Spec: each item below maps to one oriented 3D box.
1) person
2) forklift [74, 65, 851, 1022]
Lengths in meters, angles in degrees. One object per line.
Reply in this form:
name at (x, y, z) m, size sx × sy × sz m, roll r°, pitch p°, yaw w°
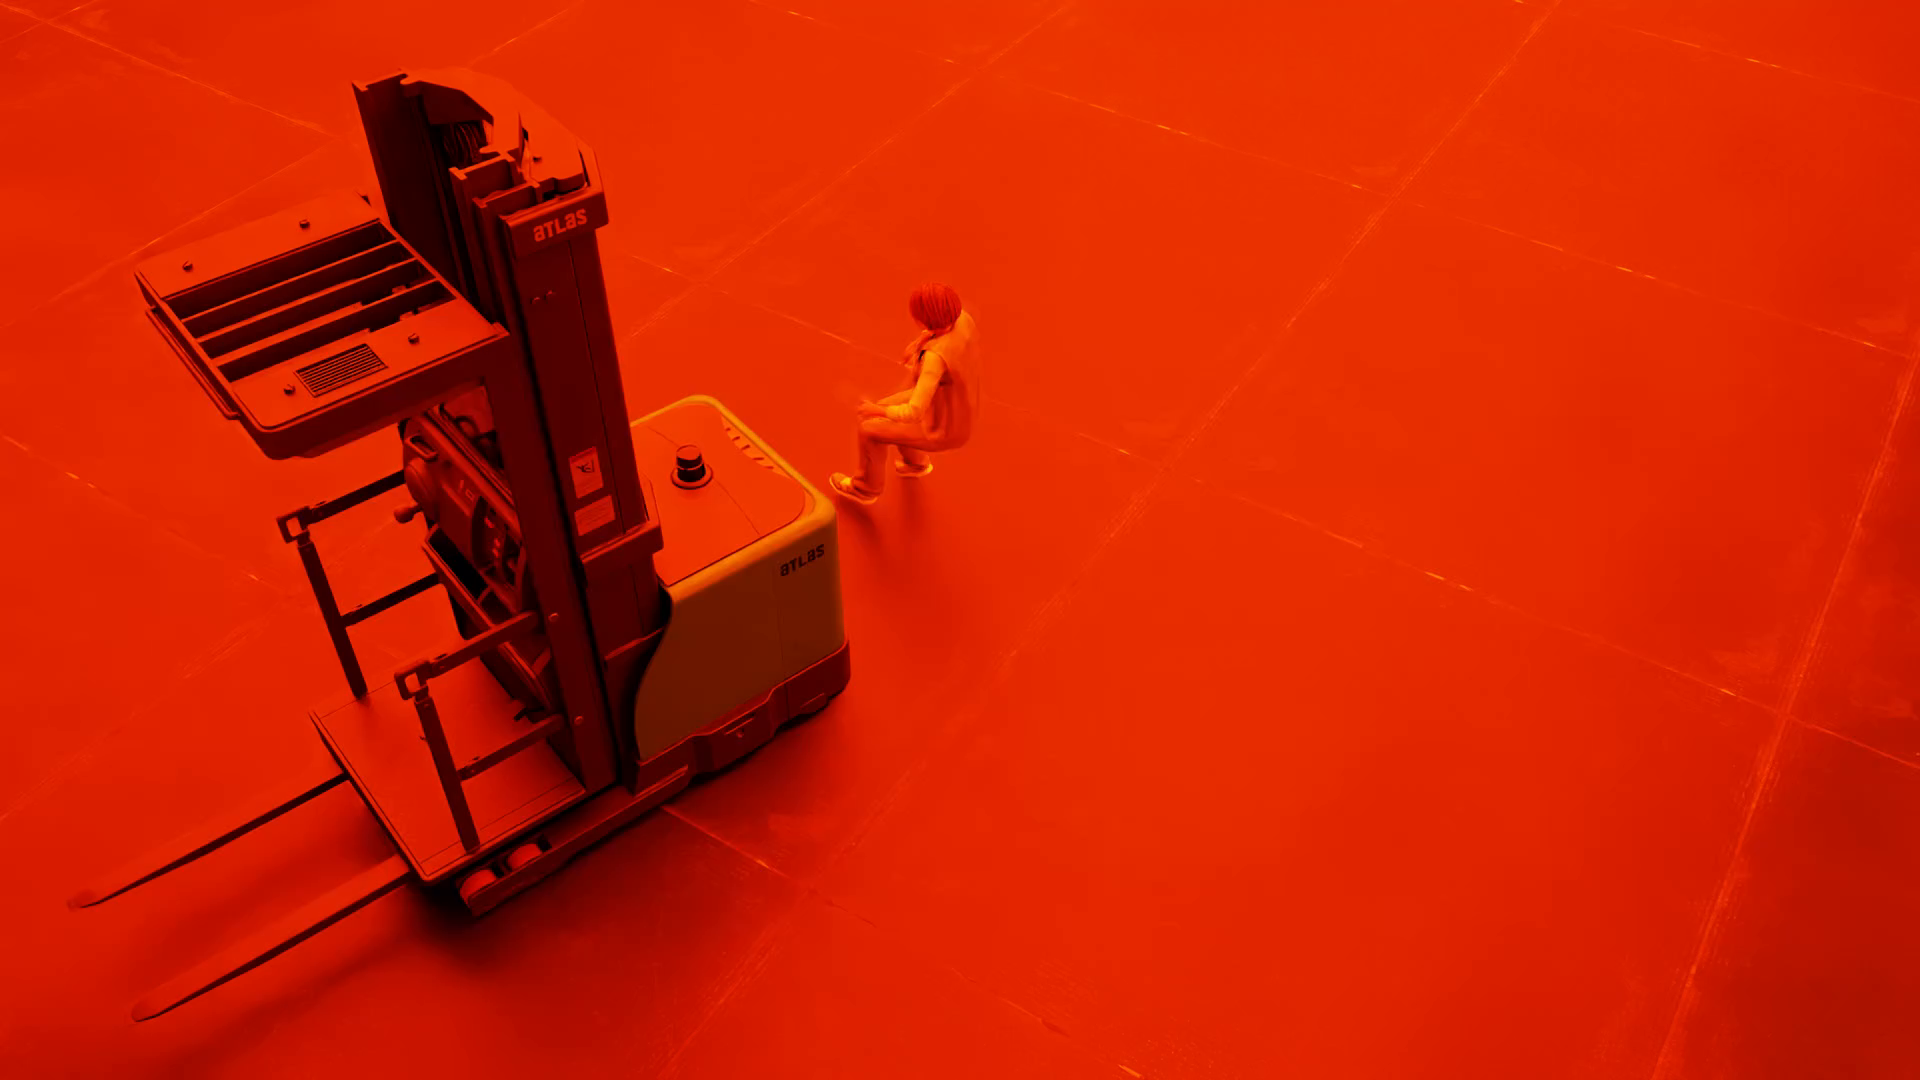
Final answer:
person at (-0.287, -0.640, 7.632) m, size 0.760 × 1.395 × 0.689 m, roll 9°, pitch 44°, yaw 9°
forklift at (-1.940, -0.036, 5.886) m, size 3.031 × 2.935 × 1.130 m, roll -29°, pitch 51°, yaw -27°
